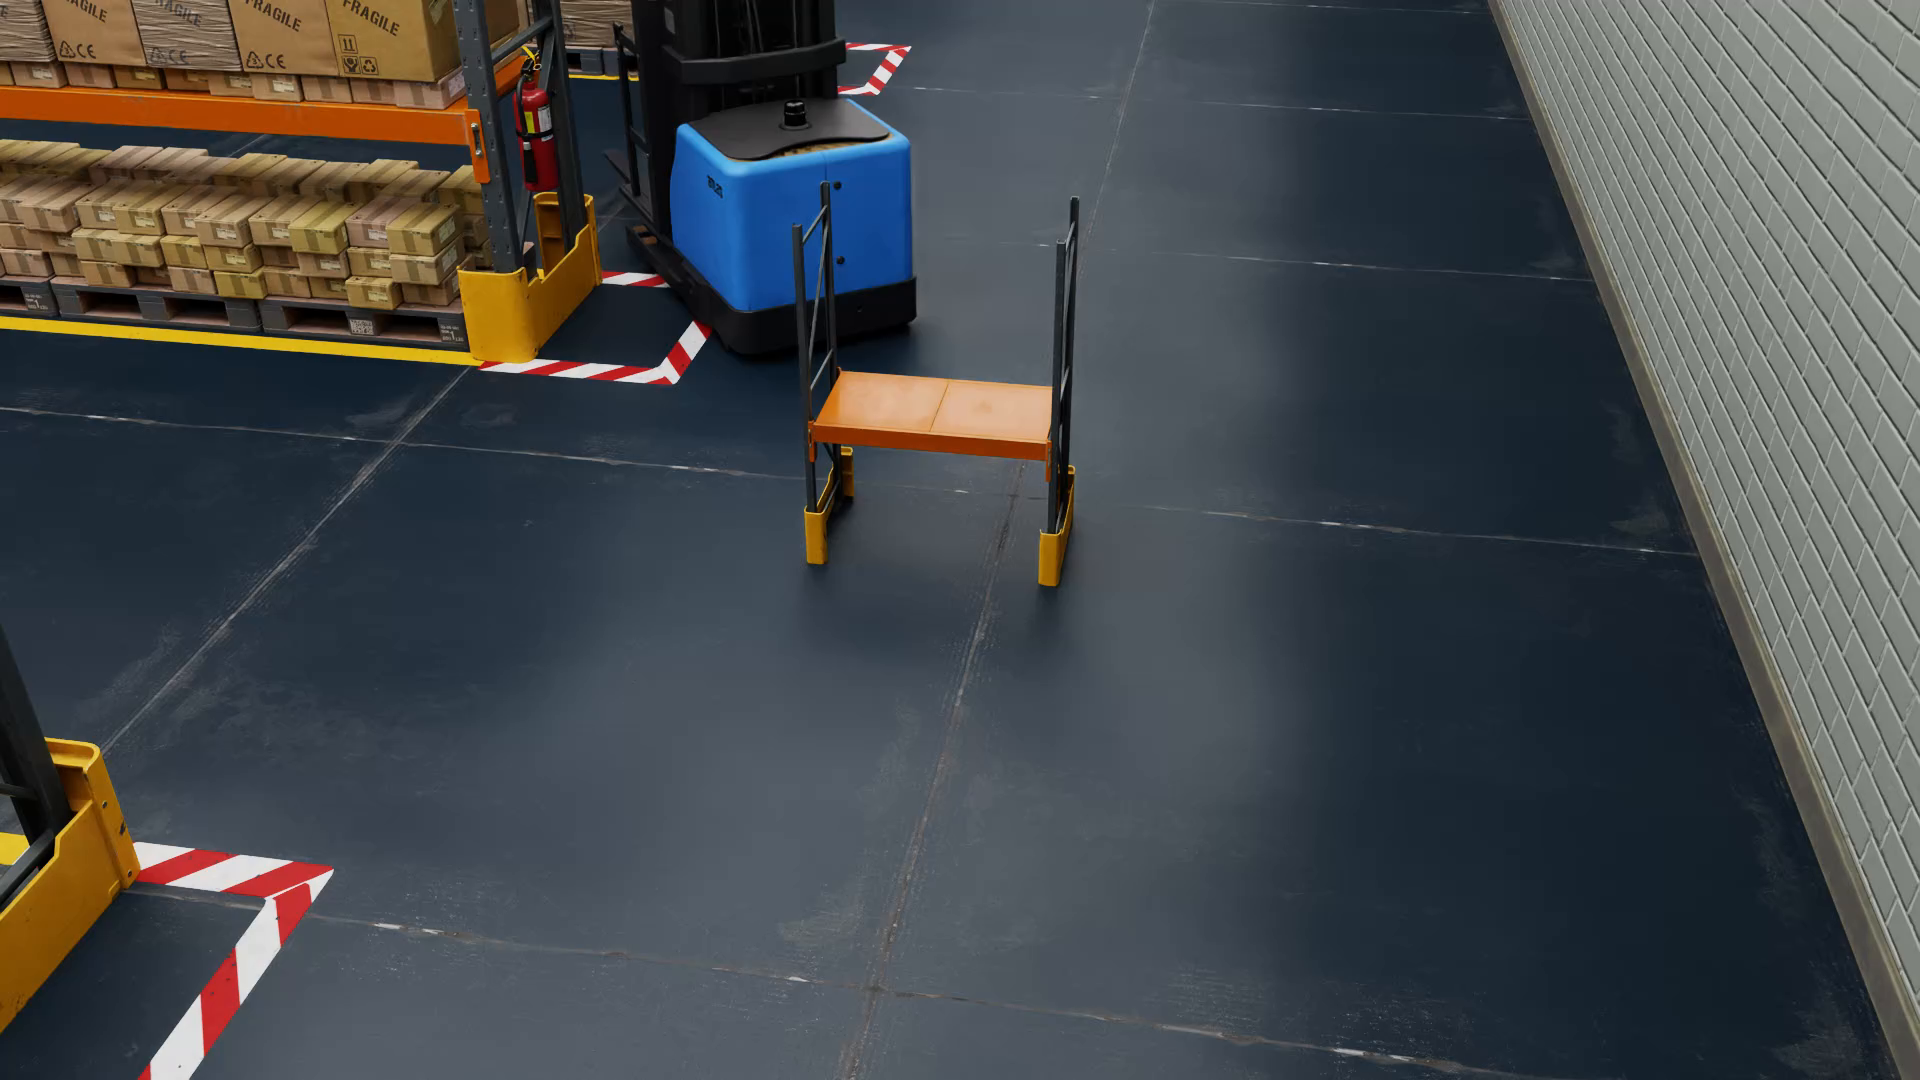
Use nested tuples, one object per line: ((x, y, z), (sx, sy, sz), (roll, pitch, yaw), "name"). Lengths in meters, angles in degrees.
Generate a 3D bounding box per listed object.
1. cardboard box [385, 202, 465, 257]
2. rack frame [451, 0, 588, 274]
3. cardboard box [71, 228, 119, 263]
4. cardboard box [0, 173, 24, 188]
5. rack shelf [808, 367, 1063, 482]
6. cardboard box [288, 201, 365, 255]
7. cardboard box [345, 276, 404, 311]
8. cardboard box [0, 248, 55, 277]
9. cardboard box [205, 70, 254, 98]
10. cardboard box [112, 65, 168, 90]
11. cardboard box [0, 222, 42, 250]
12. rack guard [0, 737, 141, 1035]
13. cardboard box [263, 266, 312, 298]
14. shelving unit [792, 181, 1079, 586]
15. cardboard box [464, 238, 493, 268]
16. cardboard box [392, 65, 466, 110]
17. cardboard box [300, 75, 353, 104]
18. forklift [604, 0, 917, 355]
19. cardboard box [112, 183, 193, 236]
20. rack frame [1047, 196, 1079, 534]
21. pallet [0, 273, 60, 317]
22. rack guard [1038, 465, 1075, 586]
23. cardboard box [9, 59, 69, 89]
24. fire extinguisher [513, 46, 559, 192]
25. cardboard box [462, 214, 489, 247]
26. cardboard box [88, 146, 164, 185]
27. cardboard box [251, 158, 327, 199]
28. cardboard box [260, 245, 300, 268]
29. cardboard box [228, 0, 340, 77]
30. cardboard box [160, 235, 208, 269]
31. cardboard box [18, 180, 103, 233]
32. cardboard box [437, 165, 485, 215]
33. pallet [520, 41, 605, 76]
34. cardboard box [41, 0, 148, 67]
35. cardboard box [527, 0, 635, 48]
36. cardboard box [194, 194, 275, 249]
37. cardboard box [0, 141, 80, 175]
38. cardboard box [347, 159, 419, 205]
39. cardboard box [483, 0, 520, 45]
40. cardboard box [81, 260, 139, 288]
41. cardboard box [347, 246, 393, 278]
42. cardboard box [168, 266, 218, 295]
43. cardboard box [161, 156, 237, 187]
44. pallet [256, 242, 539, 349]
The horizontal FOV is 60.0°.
((-2.820, -1.643, 8.778), (0.250, 0.149, 0.380), (6, 32, 9), "cardboard box")
((-2.256, -2.506, 8.427), (0.127, 3.000, 1.000), (5, 32, 8), "rack frame")
((-4.614, -1.663, 9.090), (0.250, 0.149, 0.380), (5, 32, 8), "cardboard box")
((-5.375, -1.894, 9.179), (0.250, 0.149, 0.380), (5, 32, 8), "cardboard box")
((-0.084, -0.491, 6.960), (1.000, 0.185, 0.538), (5, 32, 8), "rack shelf")
((-3.335, -1.652, 8.792), (0.250, 0.149, 0.380), (4, 32, 7), "cardboard box")
((-3.080, -1.384, 8.925), (0.250, 0.149, 0.380), (6, 33, 10), "cardboard box")
((-5.119, -1.617, 9.298), (0.250, 0.149, 0.380), (5, 32, 7), "cardboard box")
((-3.624, -2.387, 8.473), (0.250, 0.149, 0.380), (4, 32, 6), "cardboard box")
((-4.144, -2.457, 8.585), (0.250, 0.149, 0.380), (6, 32, 9), "cardboard box")
((-5.119, -1.755, 9.238), (0.250, 0.149, 0.380), (4, 32, 6), "cardboard box")
((-2.965, 1.153, 4.936), (0.348, 0.500, 1.175), (5, 32, 8), "rack guard")
((-3.572, -1.468, 9.059), (0.250, 0.149, 0.380), (5, 32, 9), "cardboard box")
((-0.075, -0.643, 6.863), (1.083, 1.500, 0.587), (5, 32, 8), "shelving unit")
((-2.719, -1.690, 9.414), (0.250, 0.149, 0.380), (6, 33, 9), "cardboard box")
((-2.625, -2.281, 8.304), (0.250, 0.149, 0.380), (5, 32, 8), "cardboard box")
((-3.113, -2.337, 8.394), (0.250, 0.149, 0.380), (5, 32, 8), "cardboard box")
((-1.351, -2.969, 9.231), (1.130, 2.935, 3.031), (-15, 35, -22), "forklift")
((-4.358, -1.793, 9.018), (0.250, 0.149, 0.380), (5, 32, 8), "cardboard box")
((0.417, -0.598, 6.792), (0.032, 1.500, 0.500), (5, 32, 8), "rack frame")
((-5.531, -1.640, 9.671), (1.213, 0.211, 1.003), (5, 32, 8), "pallet")
((0.416, -0.068, 7.124), (0.087, 0.250, 0.587), (5, 32, 8), "rack guard")
((-4.668, -2.468, 8.603), (0.250, 0.149, 0.380), (7, 33, 10), "cardboard box")
((-2.085, -2.052, 8.125), (0.183, 0.674, 0.296), (5, 32, 8), "fire extinguisher")
((-2.729, -1.783, 9.282), (0.250, 0.149, 0.380), (6, 33, 10), "cardboard box")
((-4.774, -2.129, 9.555), (0.250, 0.149, 0.380), (4, 32, 6), "cardboard box")
((-3.764, -2.012, 9.368), (0.250, 0.149, 0.380), (6, 33, 10), "cardboard box")
((-3.584, -1.623, 9.027), (0.250, 0.149, 0.380), (5, 32, 8), "cardboard box")
((-3.249, -2.629, 8.248), (0.500, 0.500, 0.500), (5, 32, 7), "cardboard box")
((-4.099, -1.617, 9.018), (0.250, 0.149, 0.380), (7, 33, 11), "cardboard box")
((-4.877, -1.817, 9.056), (0.250, 0.149, 0.380), (6, 33, 9), "cardboard box")
((-2.715, -1.953, 9.273), (0.250, 0.149, 0.380), (4, 32, 6), "cardboard box")
((-3.322, -4.050, 13.521), (1.213, 0.211, 1.003), (5, 32, 8), "pallet")
((-4.240, -2.719, 8.392), (0.500, 0.500, 0.500), (7, 33, 11), "cardboard box")
((-2.863, -4.465, 13.163), (0.875, 0.875, 0.875), (5, 32, 8), "cardboard box")
((-3.854, -1.703, 8.874), (0.250, 0.149, 0.380), (6, 33, 10), "cardboard box")
((-5.299, -2.169, 9.618), (0.250, 0.149, 0.380), (5, 32, 8), "cardboard box")
((-3.234, -2.004, 9.354), (0.250, 0.149, 0.380), (5, 32, 8), "cardboard box")
((-2.652, -2.859, 8.616), (0.500, 0.500, 0.500), (7, 33, 11), "cardboard box")
((-4.608, -1.538, 9.171), (0.250, 0.149, 0.380), (4, 32, 7), "cardboard box")
((-3.073, -1.551, 8.912), (0.250, 0.149, 0.380), (4, 32, 7), "cardboard box")
((-4.100, -1.493, 9.099), (0.250, 0.149, 0.380), (6, 33, 9), "cardboard box")
((-4.280, -2.032, 9.400), (0.250, 0.149, 0.380), (5, 32, 8), "cardboard box")
((-3.126, -1.422, 9.323), (1.213, 0.211, 1.003), (5, 32, 8), "pallet")
